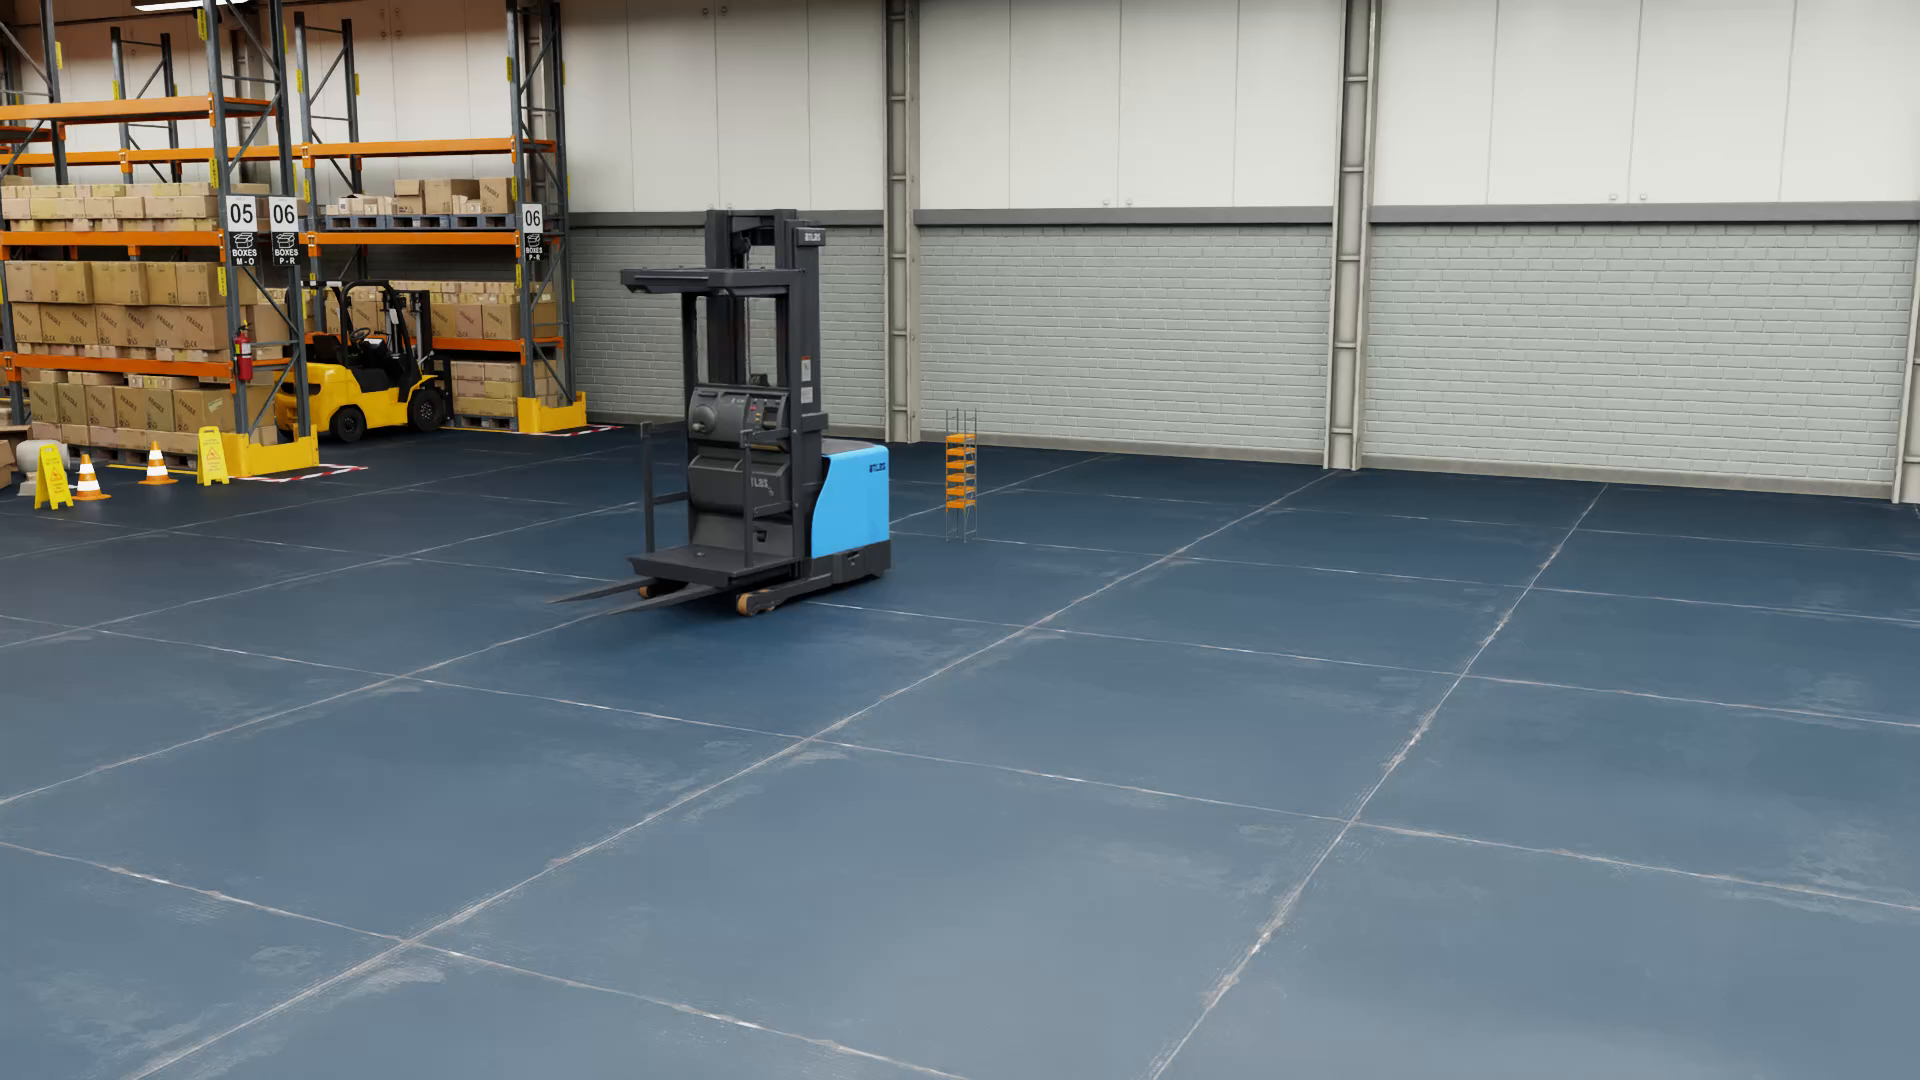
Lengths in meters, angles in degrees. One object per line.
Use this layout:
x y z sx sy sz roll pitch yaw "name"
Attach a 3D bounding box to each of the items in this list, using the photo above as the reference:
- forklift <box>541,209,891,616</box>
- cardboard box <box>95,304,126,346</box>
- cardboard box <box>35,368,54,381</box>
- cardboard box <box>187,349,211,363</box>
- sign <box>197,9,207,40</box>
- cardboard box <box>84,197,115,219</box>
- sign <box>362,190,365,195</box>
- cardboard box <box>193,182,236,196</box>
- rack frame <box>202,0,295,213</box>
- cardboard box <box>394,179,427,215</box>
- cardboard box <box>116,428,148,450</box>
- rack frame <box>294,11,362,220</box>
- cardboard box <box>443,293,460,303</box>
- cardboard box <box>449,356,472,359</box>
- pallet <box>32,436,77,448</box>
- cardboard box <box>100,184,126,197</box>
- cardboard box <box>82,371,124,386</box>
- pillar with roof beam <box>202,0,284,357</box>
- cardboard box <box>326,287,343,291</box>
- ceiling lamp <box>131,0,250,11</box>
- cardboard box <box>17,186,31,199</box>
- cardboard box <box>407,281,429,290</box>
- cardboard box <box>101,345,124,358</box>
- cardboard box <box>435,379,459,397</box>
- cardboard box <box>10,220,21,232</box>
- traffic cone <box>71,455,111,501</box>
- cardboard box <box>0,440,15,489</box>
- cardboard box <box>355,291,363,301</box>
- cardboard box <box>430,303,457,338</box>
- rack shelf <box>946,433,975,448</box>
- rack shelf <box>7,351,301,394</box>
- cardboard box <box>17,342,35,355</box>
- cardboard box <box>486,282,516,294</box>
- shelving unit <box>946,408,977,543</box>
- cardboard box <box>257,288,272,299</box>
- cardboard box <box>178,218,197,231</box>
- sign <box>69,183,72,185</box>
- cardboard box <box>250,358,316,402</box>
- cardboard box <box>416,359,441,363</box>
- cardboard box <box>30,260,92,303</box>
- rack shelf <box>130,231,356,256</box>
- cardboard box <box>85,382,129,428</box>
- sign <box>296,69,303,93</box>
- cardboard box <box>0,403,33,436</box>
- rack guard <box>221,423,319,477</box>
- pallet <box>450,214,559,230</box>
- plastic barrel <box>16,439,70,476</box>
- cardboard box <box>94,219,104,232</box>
-1.801 -0.981 12.420 1.130 2.935 3.031 7 12 33 "forklift"
-10.070 -2.617 20.152 0.500 0.500 0.500 5 11 26 "cardboard box"
-15.428 -2.861 28.453 0.500 0.500 0.500 5 11 24 "cardboard box"
-8.827 -2.174 19.523 0.250 0.149 0.380 5 11 25 "cardboard box"
-8.385 -5.702 18.402 0.005 0.325 0.100 5 11 26 "sign"
-10.071 -3.965 19.879 0.500 0.250 0.500 5 11 26 "cardboard box"
-9.271 -5.266 25.808 0.005 0.325 0.100 5 11 26 "sign"
-8.555 -4.024 19.085 0.250 0.149 0.380 5 11 26 "cardboard box"
-8.121 -5.252 18.980 0.127 3.000 1.000 5 11 26 "rack frame"
-7.815 -5.020 24.374 0.637 0.503 0.797 5 12 28 "cardboard box"
-9.898 -1.256 20.292 0.500 0.250 0.500 5 11 24 "cardboard box"
-9.515 -6.360 25.103 0.127 3.000 1.000 5 11 26 "rack frame"
-7.288 -3.524 24.178 0.250 0.149 0.380 5 11 24 "cardboard box"
-7.625 -2.628 25.062 0.500 0.250 0.500 5 11 25 "cardboard box"
-12.407 -1.304 21.842 1.213 0.211 1.003 5 11 26 "pallet"
-9.945 -4.139 19.723 0.250 0.149 0.380 5 12 27 "cardboard box"
-10.508 -1.987 20.399 0.250 0.149 0.380 6 12 29 "cardboard box"
-13.439 -6.029 23.274 0.548 9.000 9.100 5 11 26 "pillar with roof beam"
-9.361 -3.850 25.144 0.250 0.149 0.380 5 12 27 "cardboard box"
-10.364 -8.870 22.584 2.000 3.185 0.800 5 11 26 "ceiling lamp"
-11.324 -4.267 20.427 0.250 0.149 0.380 5 12 28 "cardboard box"
-7.939 -3.745 24.560 0.250 0.149 0.380 5 11 26 "cardboard box"
-10.186 -2.298 20.208 0.250 0.149 0.380 5 11 26 "cardboard box"
-7.420 -2.259 24.429 0.500 0.250 0.500 5 11 25 "cardboard box"
-11.535 -3.903 20.655 0.250 0.149 0.380 5 11 25 "cardboard box"
-9.264 -0.675 17.662 0.334 0.463 0.336 5 11 26 "traffic cone"
-10.816 -0.805 18.267 0.637 0.503 0.797 -2 11 -14 "cardboard box"
-8.867 -3.673 25.000 0.250 0.149 0.380 5 11 26 "cardboard box"
-7.406 -3.221 24.327 0.500 0.500 0.500 5 11 25 "cardboard box"
0.013 -0.900 15.061 0.180 0.103 0.258 5 11 26 "rack shelf"
-9.914 -2.103 20.449 4.000 0.370 1.077 5 11 26 "rack shelf"
-11.567 -2.415 20.858 0.250 0.149 0.380 5 11 26 "cardboard box"
-6.577 -3.617 23.853 0.250 0.149 0.380 5 11 26 "cardboard box"
0.013 -0.589 15.117 0.189 1.200 0.258 5 11 26 "shelving unit"
-10.857 -3.843 25.940 0.250 0.149 0.380 5 11 24 "cardboard box"
-8.802 -3.650 19.257 0.250 0.149 0.380 5 11 26 "cardboard box"
-11.475 -4.433 21.425 0.005 0.325 0.100 5 11 26 "sign"
-10.680 -2.548 26.374 0.625 0.625 0.875 5 11 25 "cardboard box"
-7.847 -2.543 24.595 0.500 0.250 0.500 5 11 25 "cardboard box"
-10.961 -3.189 20.507 0.500 0.500 0.700 5 11 26 "cardboard box"
-11.309 -4.688 26.305 4.000 0.370 1.077 5 11 26 "rack shelf"
-10.349 -1.667 20.451 0.500 0.500 0.500 6 12 29 "cardboard box"
-9.744 -6.771 24.529 0.005 0.325 0.100 5 11 26 "sign"
-12.179 -1.569 21.679 0.625 0.372 0.950 5 11 27 "cardboard box"
-8.189 -1.076 19.770 0.348 0.500 1.175 5 11 26 "rack guard"
-6.551 -4.585 23.968 1.213 0.211 1.003 5 11 26 "pallet"
-10.643 -0.953 19.307 0.512 0.421 0.421 -4 11 -23 "plastic barrel"
-10.152 -3.782 19.986 0.250 0.149 0.380 5 11 26 "cardboard box"
